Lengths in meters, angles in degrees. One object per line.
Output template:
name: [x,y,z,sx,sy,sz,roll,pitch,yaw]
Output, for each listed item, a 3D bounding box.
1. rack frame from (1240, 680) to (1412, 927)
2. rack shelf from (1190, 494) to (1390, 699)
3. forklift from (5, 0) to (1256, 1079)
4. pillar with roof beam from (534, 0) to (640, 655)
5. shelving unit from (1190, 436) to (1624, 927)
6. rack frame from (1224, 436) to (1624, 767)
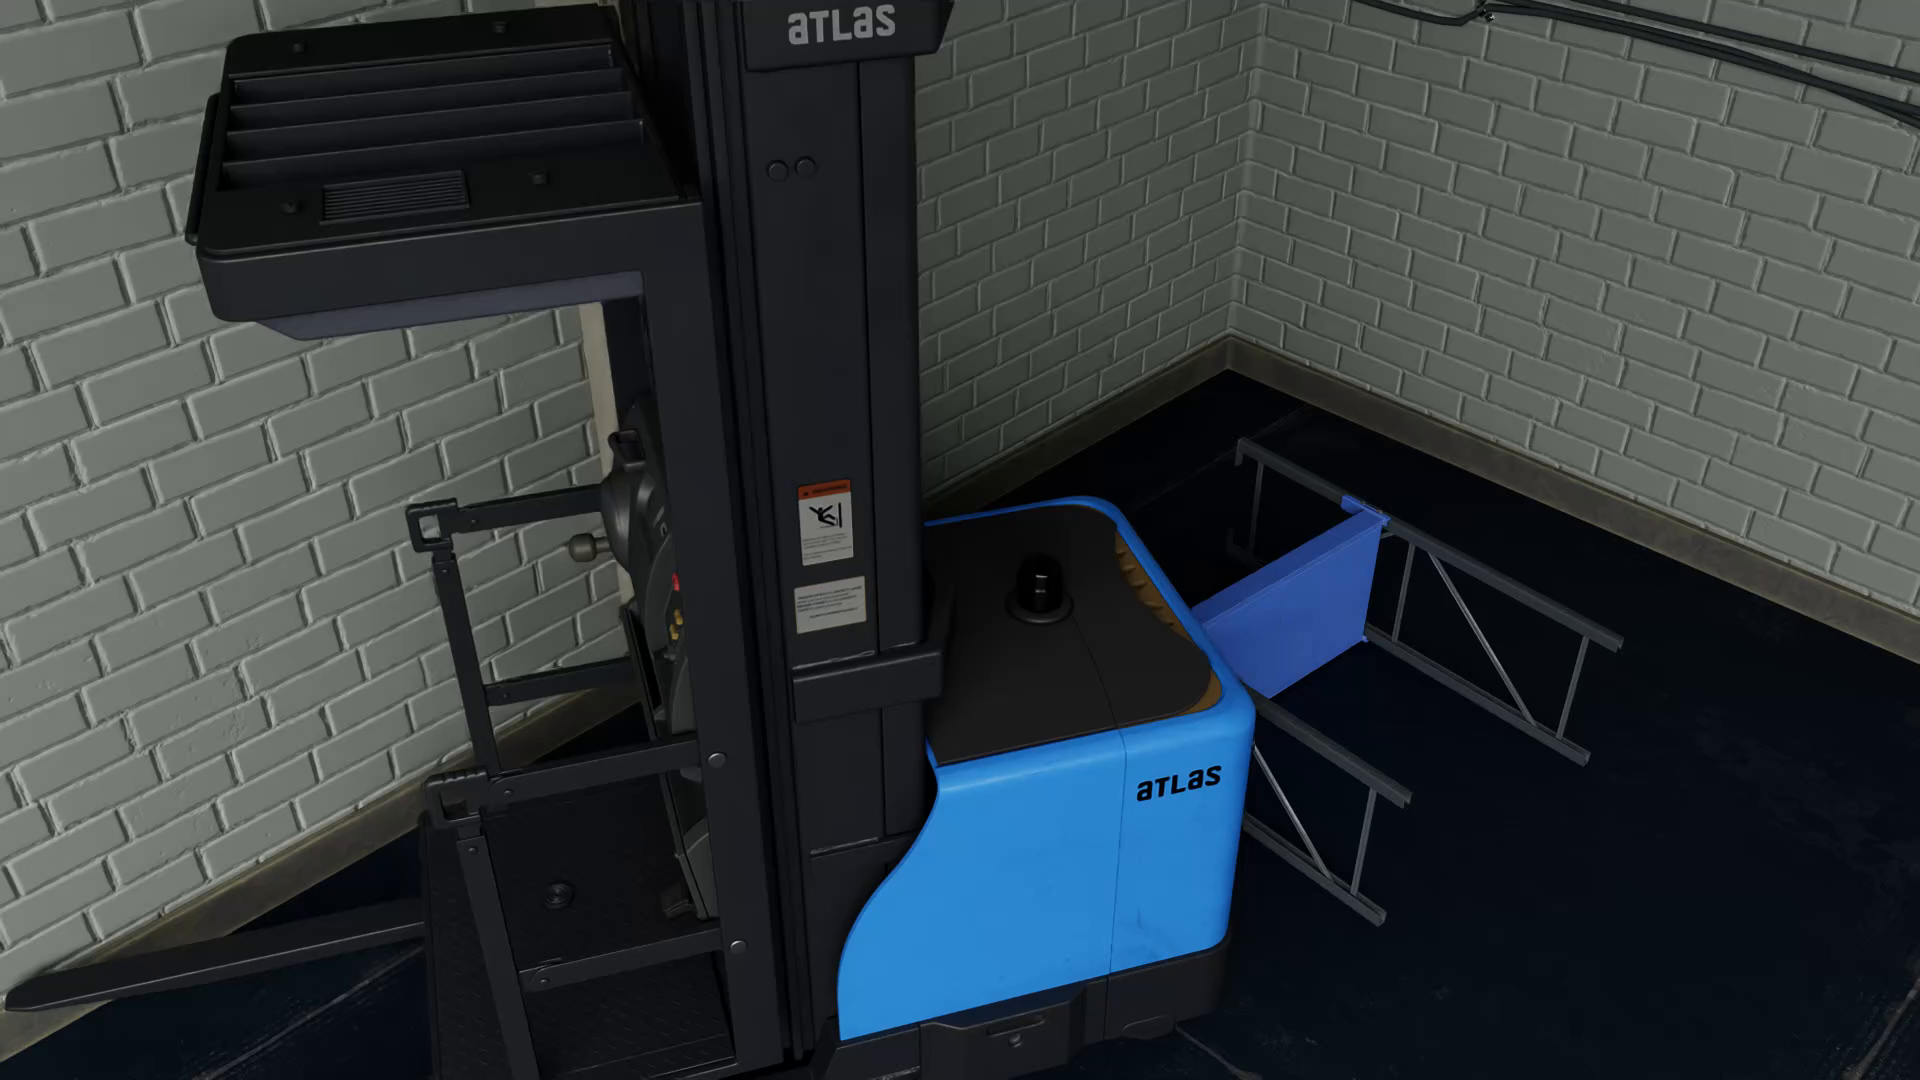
rack frame: [0.697,0.548,4.994,0.032,0.500,1.500,-26,42,-32]
rack shelf: [0.969,0.281,5.376,1.000,0.538,0.185,-26,42,-32]
forklift: [-0.870,0.052,3.614,3.031,2.935,1.130,-10,36,-14]
pillar with roof beam: [2.224,-1.460,0.477,9.100,9.000,0.400,30,45,35]
shelving unit: [1.085,0.360,5.263,1.048,0.538,1.500,-26,42,-32]
rack frame: [1.473,0.172,5.533,0.032,0.500,1.500,-26,42,-32]
